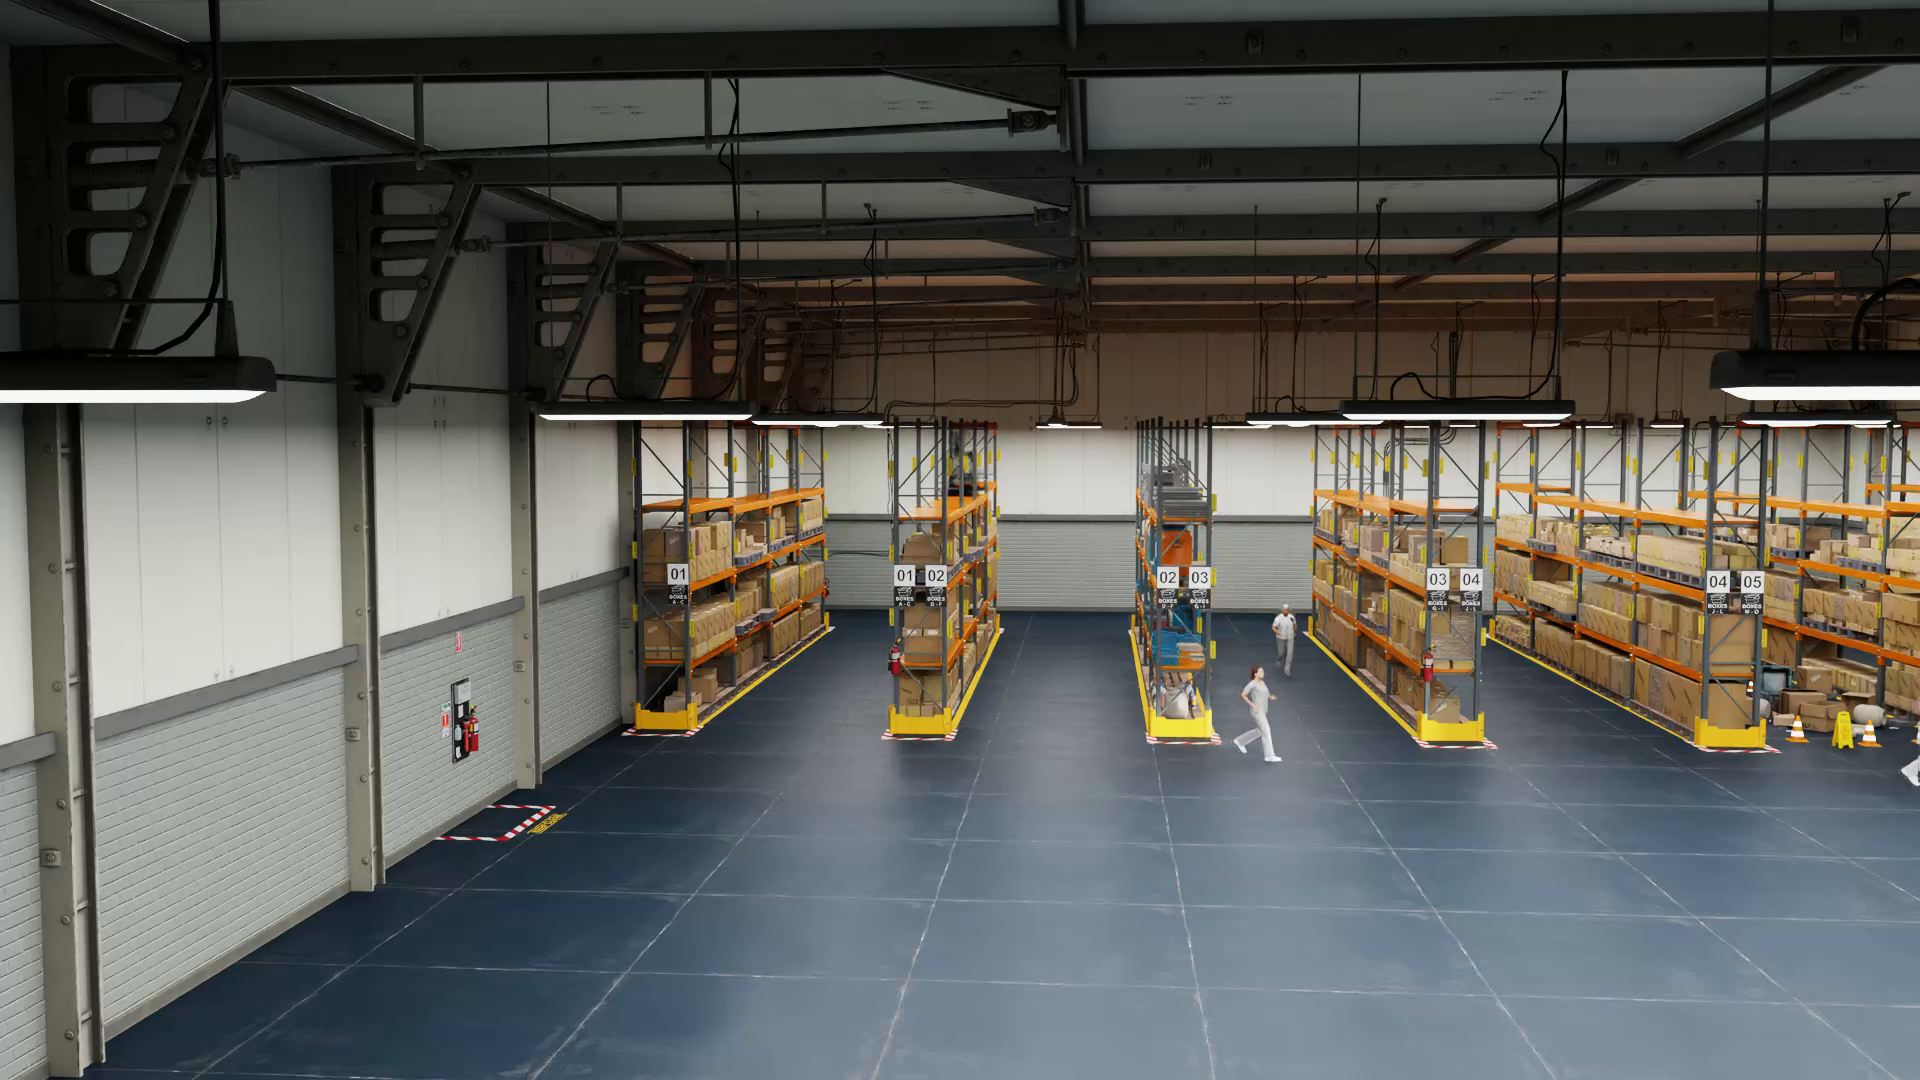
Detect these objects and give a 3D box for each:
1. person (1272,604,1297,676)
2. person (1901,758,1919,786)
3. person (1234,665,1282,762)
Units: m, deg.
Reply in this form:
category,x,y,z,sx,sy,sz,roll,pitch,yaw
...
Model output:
category,x,y,z,sx,sy,sz,roll,pitch,yaw
person,7.700,2.350,39.364,0.615,1.664,0.823,0,4,-1
person,15.599,3.191,26.549,0.946,1.604,0.731,4,5,45
person,5.167,2.993,28.882,0.939,1.645,0.573,3,5,34
